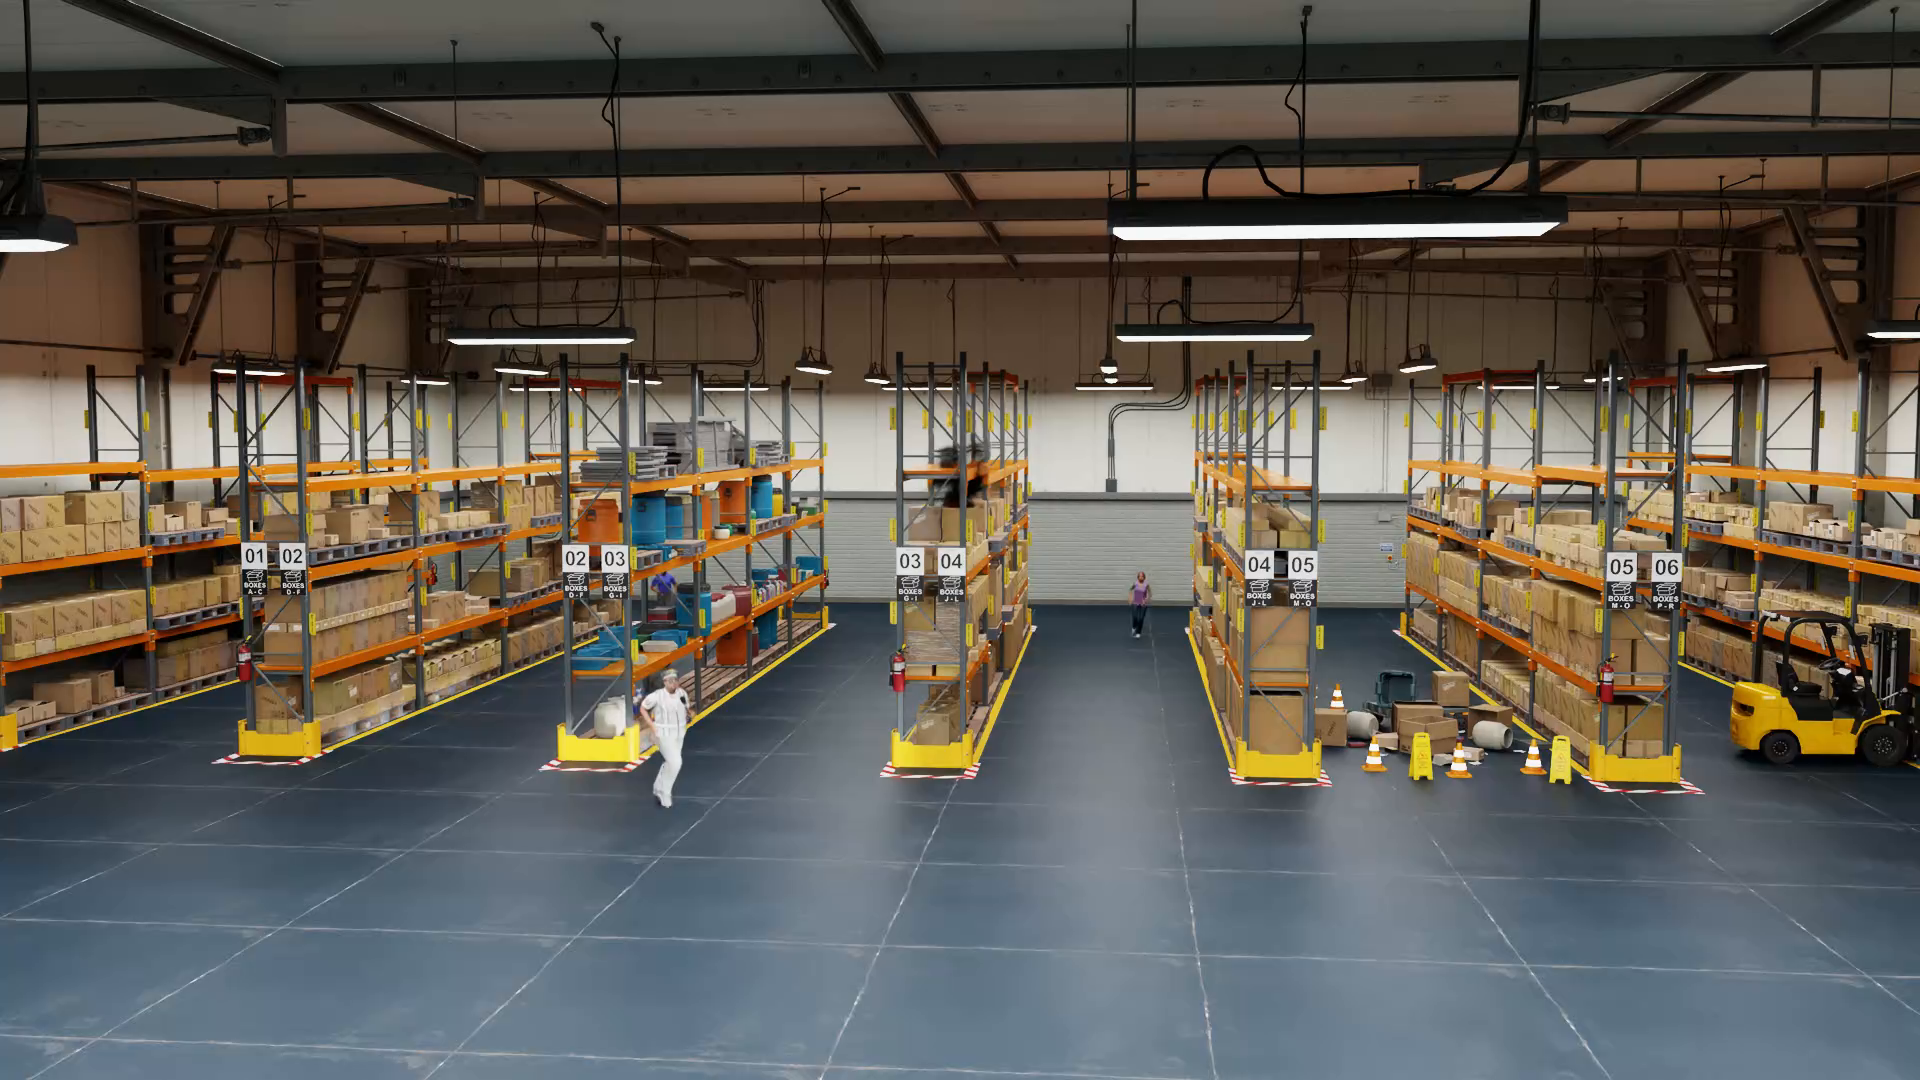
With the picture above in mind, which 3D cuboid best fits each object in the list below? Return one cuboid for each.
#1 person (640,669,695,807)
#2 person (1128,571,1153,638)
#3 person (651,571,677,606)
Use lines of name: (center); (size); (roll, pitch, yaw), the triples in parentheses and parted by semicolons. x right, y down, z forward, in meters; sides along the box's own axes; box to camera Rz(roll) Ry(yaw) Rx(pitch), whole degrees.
person: (-3.776, 2.595, 21.797); (0.752, 1.837, 0.626); (3, 5, 41)
person: (4.155, 1.498, 38.355); (0.569, 1.551, 0.519); (1, 4, 10)
person: (-6.962, 1.414, 39.148); (0.626, 1.689, 0.806); (-1, 4, -11)
